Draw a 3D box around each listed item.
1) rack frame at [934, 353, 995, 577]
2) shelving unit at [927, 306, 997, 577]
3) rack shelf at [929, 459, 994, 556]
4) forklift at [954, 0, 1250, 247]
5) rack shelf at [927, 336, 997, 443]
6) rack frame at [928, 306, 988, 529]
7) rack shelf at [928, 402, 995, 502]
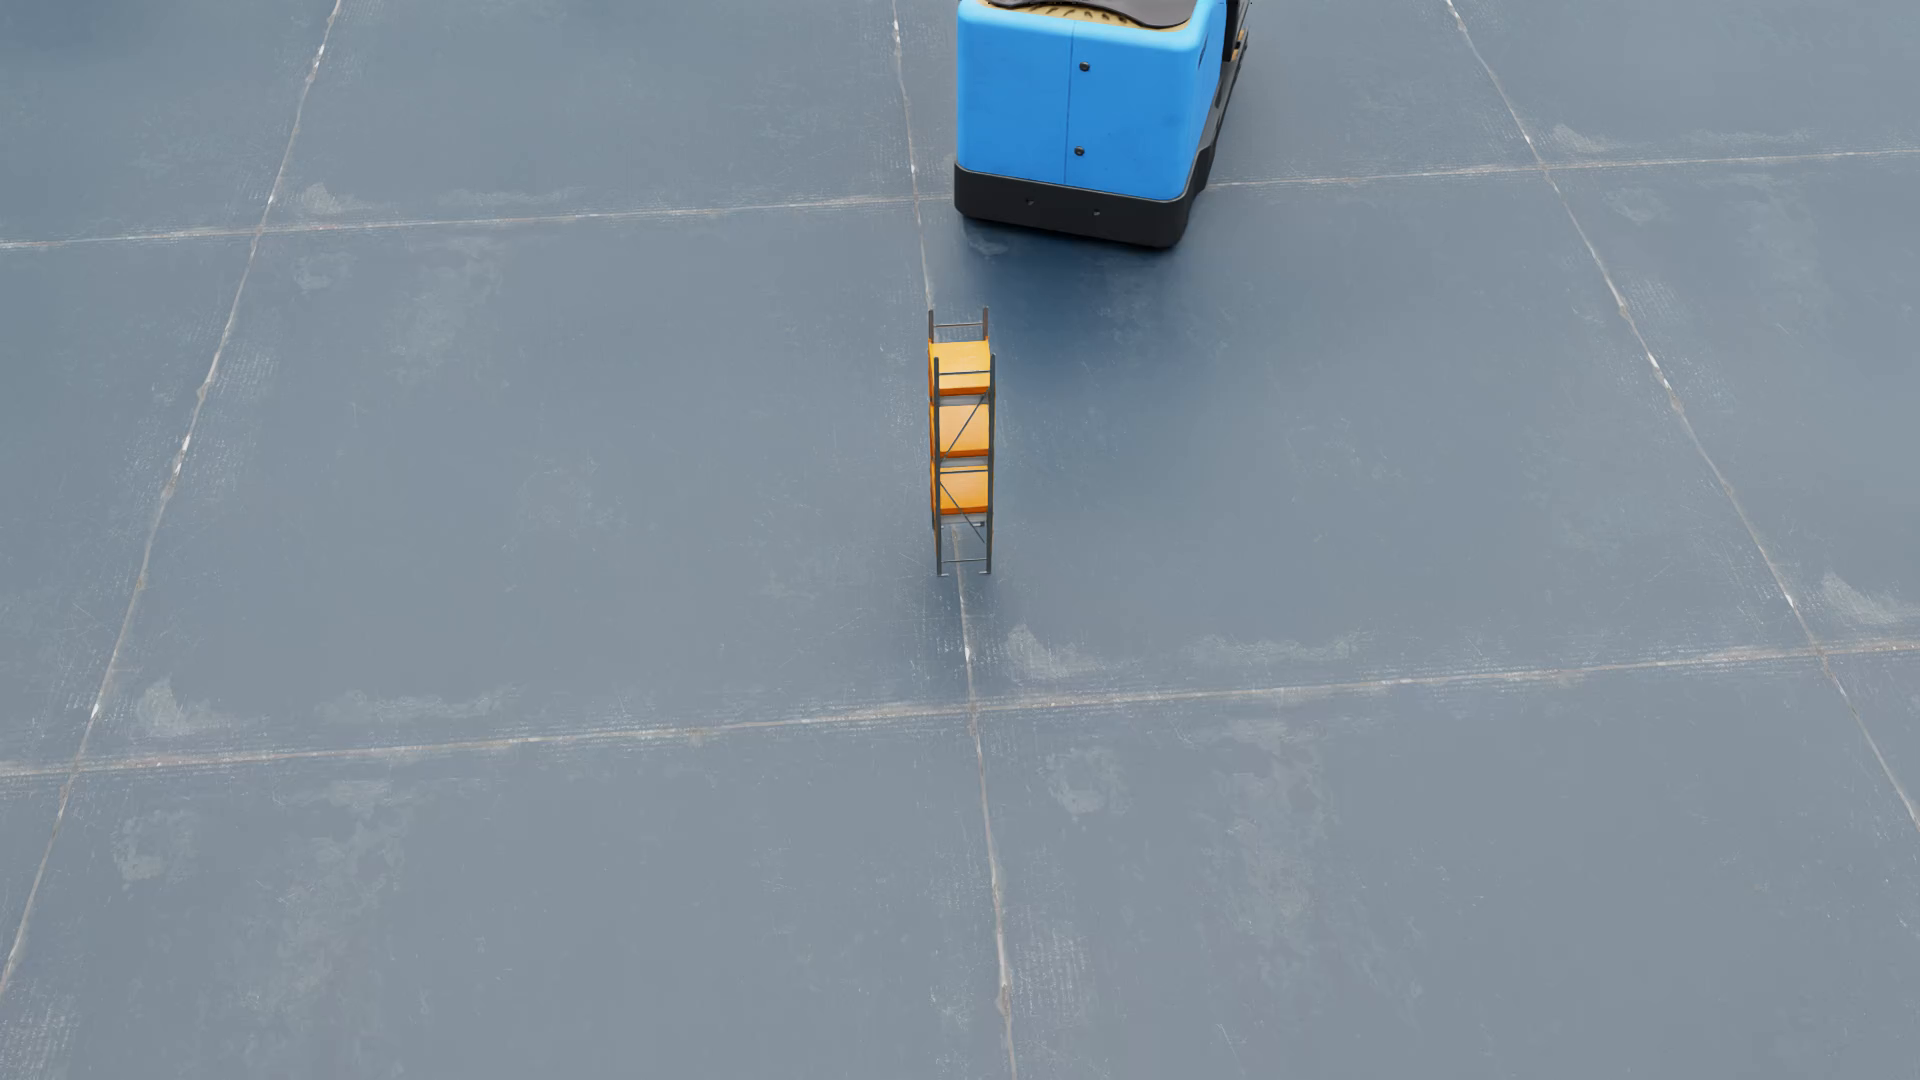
[{"bbox_3d":[0.015,-0.234,5.749,0.200,1.050,0.008,-3,47,-3],"label":"rack frame"},{"bbox_3d":[0.004,-0.322,5.832,0.215,1.050,0.252,-3,47,-3],"label":"shelving unit"},{"bbox_3d":[0.004,-0.124,6.042,0.215,0.259,0.240,-3,47,-3],"label":"rack shelf"},{"bbox_3d":[0.858,-3.401,7.452,1.130,2.935,3.031,11,48,11],"label":"forklift"},{"bbox_3d":[0.004,-0.510,5.634,0.215,0.259,0.240,-3,47,-3],"label":"rack shelf"},{"bbox_3d":[-0.006,-0.411,5.916,0.200,1.050,0.008,-3,47,-3],"label":"rack frame"},{"bbox_3d":[0.004,-0.315,5.840,0.215,0.259,0.240,-3,47,-3],"label":"rack shelf"}]
